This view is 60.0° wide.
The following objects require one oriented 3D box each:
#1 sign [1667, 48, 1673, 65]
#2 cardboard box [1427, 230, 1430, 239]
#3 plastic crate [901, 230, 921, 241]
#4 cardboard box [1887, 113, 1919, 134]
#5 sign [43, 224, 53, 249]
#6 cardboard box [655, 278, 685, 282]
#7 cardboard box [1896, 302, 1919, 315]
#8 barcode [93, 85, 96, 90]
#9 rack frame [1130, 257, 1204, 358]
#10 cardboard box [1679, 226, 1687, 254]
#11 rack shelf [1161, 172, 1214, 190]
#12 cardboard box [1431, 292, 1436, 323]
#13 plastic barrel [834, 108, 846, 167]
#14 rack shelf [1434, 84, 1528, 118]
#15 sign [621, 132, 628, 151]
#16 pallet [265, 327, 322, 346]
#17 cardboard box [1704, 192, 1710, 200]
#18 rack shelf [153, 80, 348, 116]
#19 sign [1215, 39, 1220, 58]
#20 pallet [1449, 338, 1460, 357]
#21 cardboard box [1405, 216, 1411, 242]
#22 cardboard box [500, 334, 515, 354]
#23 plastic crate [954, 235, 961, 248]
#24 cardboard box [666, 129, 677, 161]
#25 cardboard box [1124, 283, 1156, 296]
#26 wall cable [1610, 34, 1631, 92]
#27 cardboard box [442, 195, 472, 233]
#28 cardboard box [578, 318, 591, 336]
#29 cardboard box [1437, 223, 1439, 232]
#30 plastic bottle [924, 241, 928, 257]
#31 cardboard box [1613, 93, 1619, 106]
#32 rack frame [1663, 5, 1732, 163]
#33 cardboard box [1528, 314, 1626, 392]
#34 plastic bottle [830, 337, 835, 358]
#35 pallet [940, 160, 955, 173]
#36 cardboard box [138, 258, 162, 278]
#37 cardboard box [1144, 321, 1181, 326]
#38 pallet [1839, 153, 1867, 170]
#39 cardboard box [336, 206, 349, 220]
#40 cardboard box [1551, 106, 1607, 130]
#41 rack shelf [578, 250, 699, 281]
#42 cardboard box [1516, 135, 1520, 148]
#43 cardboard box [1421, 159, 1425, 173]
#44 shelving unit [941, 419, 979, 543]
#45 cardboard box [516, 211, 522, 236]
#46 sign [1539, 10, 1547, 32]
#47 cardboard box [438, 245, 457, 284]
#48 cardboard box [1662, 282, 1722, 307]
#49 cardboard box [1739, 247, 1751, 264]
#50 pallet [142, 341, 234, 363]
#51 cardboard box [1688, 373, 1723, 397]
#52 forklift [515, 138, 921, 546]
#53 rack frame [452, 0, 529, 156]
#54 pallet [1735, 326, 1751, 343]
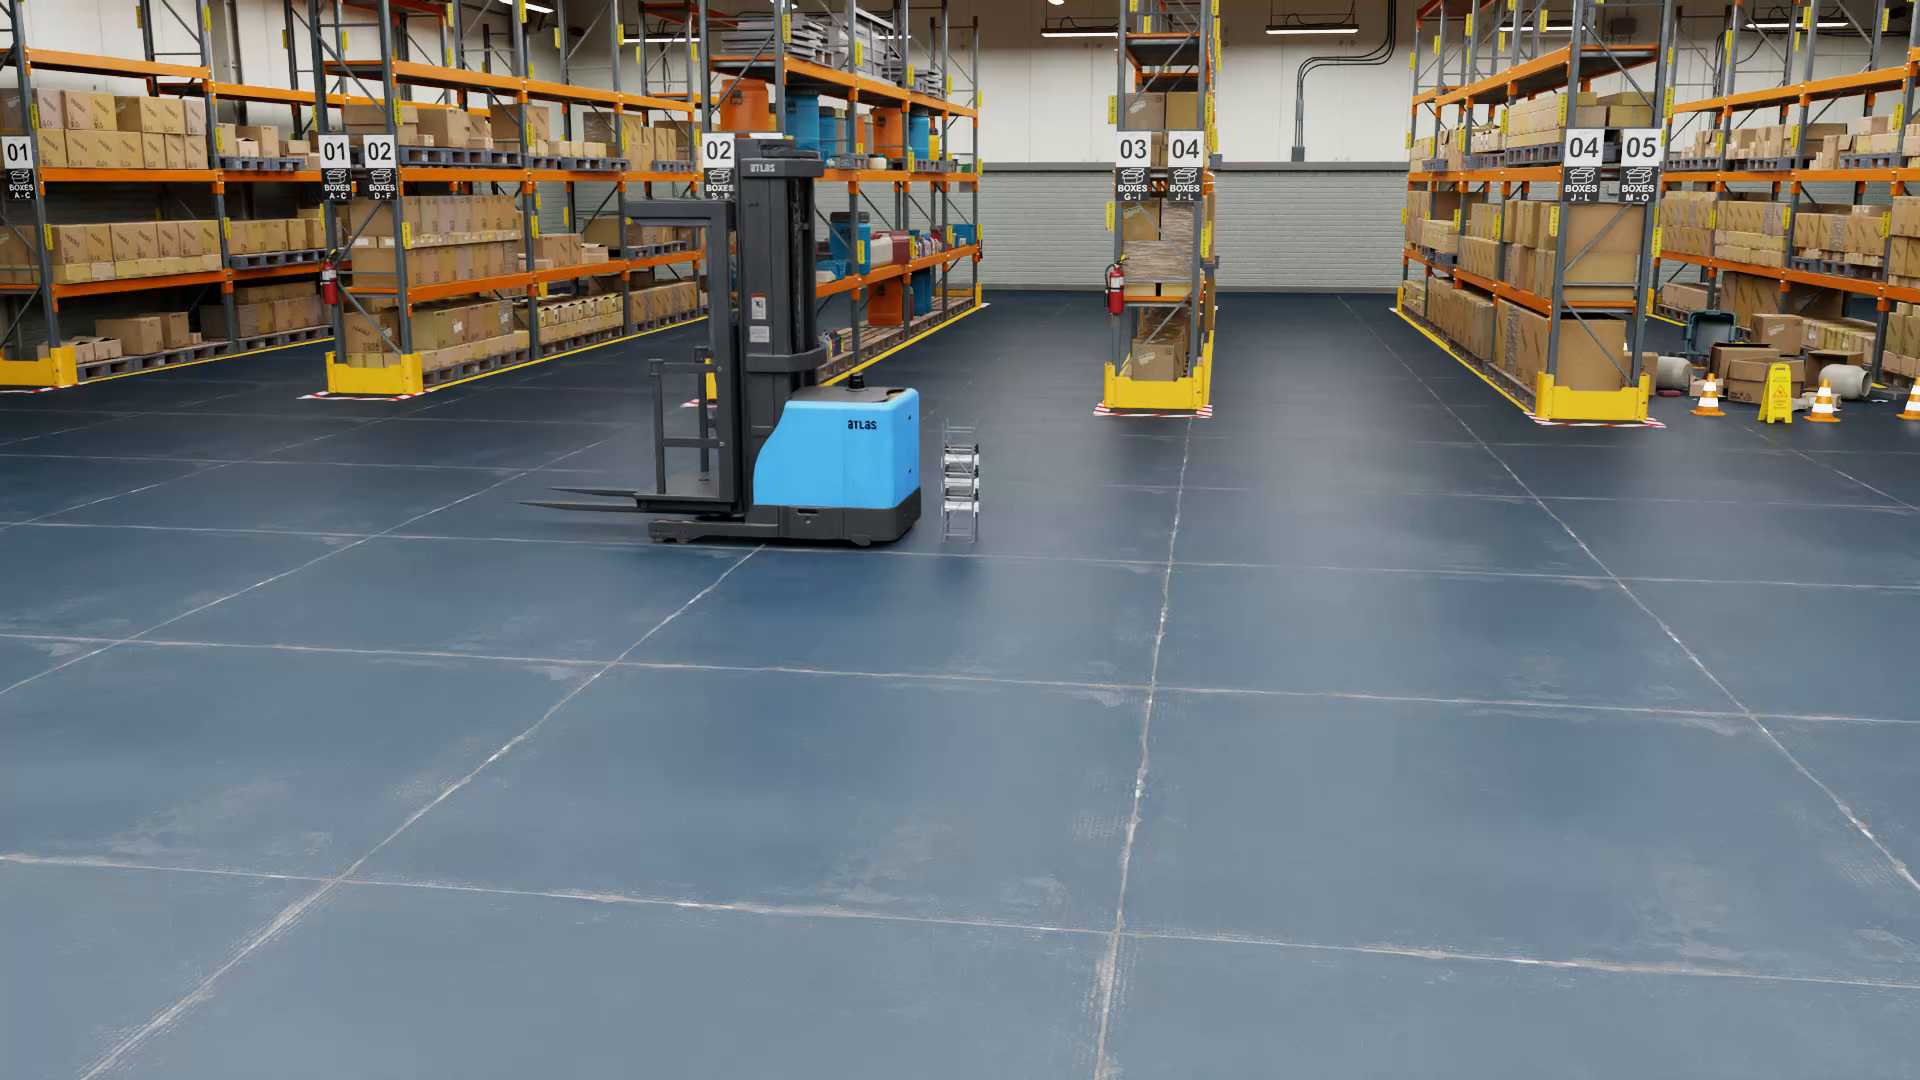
[{"bbox_3d":[14.013,-9.545,32.830,0.100,0.325,0.005,2,12,9],"label":"sign"},{"bbox_3d":[8.407,-5.365,29.159,0.380,0.149,0.250,1,12,6],"label":"cardboard box"},{"bbox_3d":[-1.006,-5.838,32.357,0.392,0.384,0.575,2,12,9],"label":"plastic crate"},{"bbox_3d":[12.678,-5.528,22.079,0.500,0.250,0.500,2,12,10],"label":"cardboard box"},{"bbox_3d":[-11.839,-3.937,21.585,0.100,0.325,0.005,2,12,9],"label":"sign"},{"bbox_3d":[-5.827,-4.990,33.417,0.500,0.500,0.500,2,12,9],"label":"cardboard box"},{"bbox_3d":[12.279,-2.968,21.354,0.380,0.149,0.250,2,12,9],"label":"cardboard box"},{"bbox_3d":[-12.399,-6.483,23.827,0.001,0.075,0.075,2,12,9],"label":"barcode"},{"bbox_3d":[2.923,-3.882,23.387,1.000,3.000,0.127,2,12,9],"label":"rack frame"},{"bbox_3d":[13.996,-5.701,31.589,0.500,0.500,0.500,2,12,11],"label":"cardboard box"},{"bbox_3d":[4.461,-7.078,32.806,1.077,0.370,4.000,2,12,9],"label":"rack shelf"},{"bbox_3d":[8.583,-4.094,29.305,0.500,0.500,0.500,2,12,11],"label":"cardboard box"},{"bbox_3d":[-2.007,-6.003,24.918,0.600,0.901,0.600,0,12,0],"label":"plastic barrel"},{"bbox_3d":[8.731,-7.335,27.825,1.077,0.370,4.000,2,12,9],"label":"rack shelf"},{"bbox_3d":[-5.703,-6.775,28.273,0.100,0.325,0.005,2,12,9],"label":"sign"},{"bbox_3d":[-11.457,-3.417,27.849,1.003,0.211,1.213,2,12,9],"label":"pallet"},{"bbox_3d":[13.895,-6.312,30.511,0.380,0.149,0.250,2,12,8],"label":"cardboard box"},{"bbox_3d":[-11.453,-7.165,27.039,1.077,0.370,4.000,2,12,9],"label":"rack shelf"},{"bbox_3d":[4.691,-8.960,30.306,0.100,0.325,0.005,2,12,9],"label":"sign"},{"bbox_3d":[8.228,-3.008,25.951,1.003,0.211,1.213,2,12,9],"label":"pallet"},{"bbox_3d":[9.312,-6.308,33.701,0.500,0.500,0.500,2,12,11],"label":"cardboard box"},{"bbox_3d":[-6.807,-2.858,24.163,0.500,0.250,0.500,2,12,9],"label":"cardboard box"},{"bbox_3d":[-0.188,-6.052,33.712,0.416,0.233,0.300,2,12,9],"label":"plastic crate"},{"bbox_3d":[-5.785,-7.536,31.751,0.600,0.600,0.600,1,12,3],"label":"cardboard box"},{"bbox_3d":[2.148,-2.993,19.856,0.380,0.149,0.250,2,12,9],"label":"cardboard box"},{"bbox_3d":[15.157,-10.185,38.393,0.463,3.000,0.029,2,12,9],"label":"wall cable"},{"bbox_3d":[-7.158,-4.481,22.849,0.700,0.500,0.500,2,12,9],"label":"cardboard box"},{"bbox_3d":[-6.322,-3.461,26.963,0.500,0.250,0.500,2,12,10],"label":"cardboard box"},{"bbox_3d":[8.207,-5.236,27.855,0.380,0.149,0.250,2,12,9],"label":"cardboard box"},{"bbox_3d":[-0.672,-5.297,30.249,0.152,0.276,0.135,2,12,9],"label":"plastic bottle"},{"bbox_3d":[7.599,-4.966,18.768,0.380,0.149,0.250,2,12,9],"label":"cardboard box"},{"bbox_3d":[14.561,-8.992,32.856,1.000,3.000,0.127,2,12,9],"label":"rack frame"},{"bbox_3d":[7.232,-2.178,19.524,0.875,0.875,0.875,2,12,9],"label":"cardboard box"},{"bbox_3d":[-1.799,-2.711,23.357,0.061,0.283,0.133,3,12,12],"label":"plastic bottle"},{"bbox_3d":[-0.765,-6.916,30.791,1.213,0.211,1.003,2,12,9],"label":"pallet"},{"bbox_3d":[-11.757,-3.878,23.677,0.500,0.250,0.500,2,12,9],"label":"cardboard box"},{"bbox_3d":[2.822,-2.783,23.226,0.500,0.500,0.500,1,12,7],"label":"cardboard box"},{"bbox_3d":[13.072,-5.277,23.183,1.213,0.211,1.003,2,12,9],"label":"pallet"},{"bbox_3d":[-10.816,-5.859,29.789,0.500,0.250,0.500,2,12,10],"label":"cardboard box"},{"bbox_3d":[6.992,-4.771,18.808,0.500,0.250,0.500,2,12,9],"label":"cardboard box"},{"bbox_3d":[-5.942,-5.101,30.751,1.077,0.370,4.000,2,12,9],"label":"rack shelf"},{"bbox_3d":[7.300,-5.075,21.166,0.380,0.149,0.250,2,12,8],"label":"cardboard box"},{"bbox_3d":[9.013,-7.079,31.457,0.500,0.250,0.500,2,12,8],"label":"cardboard box"},{"bbox_3d":[0.001,-0.442,12.406,0.258,0.900,0.210,2,12,9],"label":"shelving unit"},{"bbox_3d":[-10.084,-6.750,35.982,0.980,0.700,0.700,2,12,8],"label":"cardboard box"},{"bbox_3d":[8.973,-7.982,25.580,0.100,0.325,0.005,2,12,9],"label":"sign"},{"bbox_3d":[-7.238,-3.729,22.441,0.700,0.500,0.500,2,12,9],"label":"cardboard box"},{"bbox_3d":[14.558,-4.871,33.061,0.875,0.438,0.875,1,12,7],"label":"cardboard box"},{"bbox_3d":[13.358,-4.752,27.781,0.500,0.250,0.500,2,12,8],"label":"cardboard box"},{"bbox_3d":[-11.829,-2.859,25.261,1.003,0.211,1.213,2,12,9],"label":"pallet"},{"bbox_3d":[9.364,-1.946,20.894,0.396,0.266,0.258,4,13,18],"label":"cardboard box"},{"bbox_3d":[-1.872,-1.517,12.575,3.031,2.935,1.130,2,12,10],"label":"forklift"},{"bbox_3d":[-6.865,-7.137,24.248,1.000,3.000,0.127,2,12,9],"label":"rack frame"},{"bbox_3d":[13.716,-3.445,27.980,1.003,0.211,1.213,2,12,9],"label":"pallet"}]
